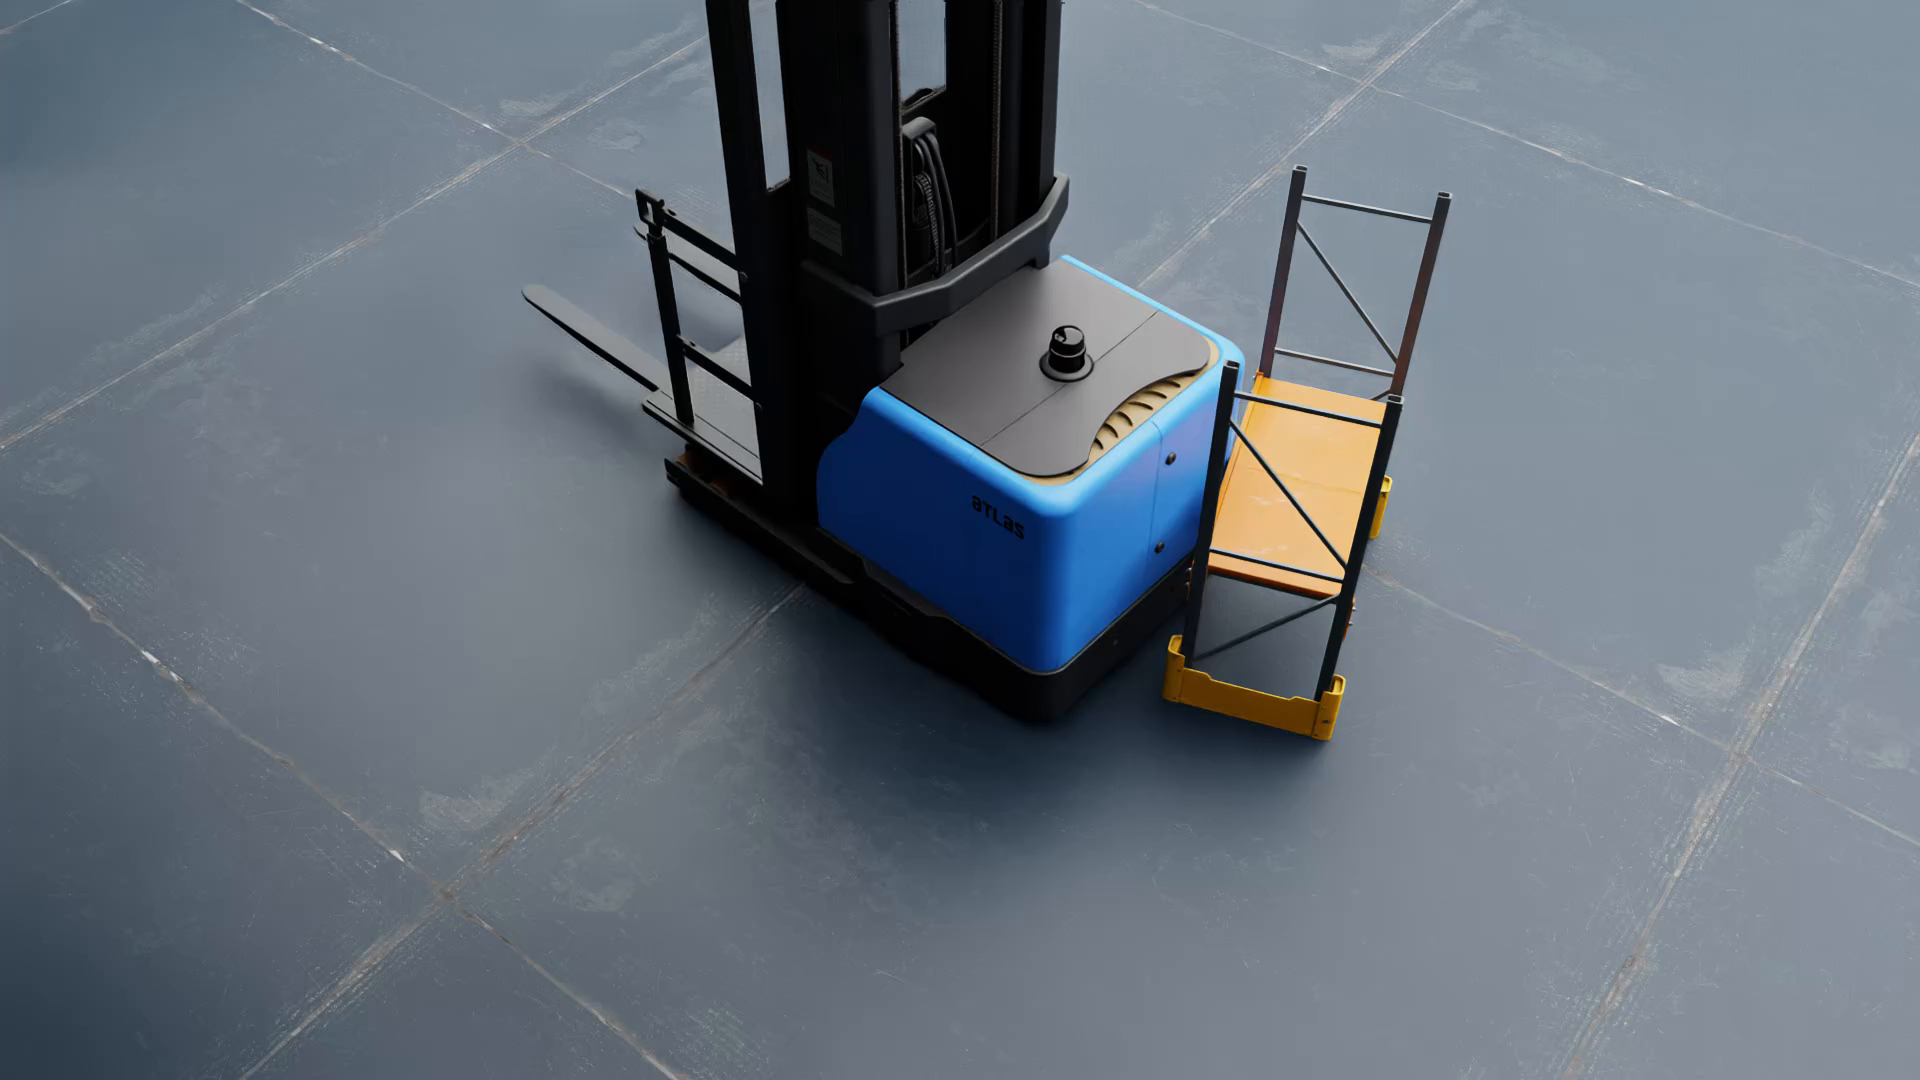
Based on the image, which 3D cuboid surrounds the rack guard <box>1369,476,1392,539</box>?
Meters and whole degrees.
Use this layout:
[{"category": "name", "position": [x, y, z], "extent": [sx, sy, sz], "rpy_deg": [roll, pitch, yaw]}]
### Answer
[{"category": "rack guard", "position": [1.303, -0.183, 6.252], "extent": [0.587, 0.250, 0.087], "rpy_deg": [14, 48, 13]}]

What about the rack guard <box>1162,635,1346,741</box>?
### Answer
[{"category": "rack guard", "position": [0.982, 0.498, 5.601], "extent": [0.587, 0.250, 0.087], "rpy_deg": [14, 48, 13]}]

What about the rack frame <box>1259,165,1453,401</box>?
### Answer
[{"category": "rack frame", "position": [1.304, -0.616, 5.801], "extent": [0.500, 1.500, 0.032], "rpy_deg": [14, 48, 13]}]

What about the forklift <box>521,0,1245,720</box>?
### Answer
[{"category": "forklift", "position": [-0.490, -1.344, 5.507], "extent": [3.031, 2.935, 1.130], "rpy_deg": [33, 55, 28]}]

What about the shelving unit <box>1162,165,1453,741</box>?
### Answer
[{"category": "shelving unit", "position": [1.142, -0.274, 5.475], "extent": [0.587, 1.500, 1.083], "rpy_deg": [14, 48, 13]}]

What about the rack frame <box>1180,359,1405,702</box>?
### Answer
[{"category": "rack frame", "position": [0.975, 0.080, 5.137], "extent": [0.500, 1.500, 0.032], "rpy_deg": [14, 48, 13]}]

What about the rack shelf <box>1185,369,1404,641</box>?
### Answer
[{"category": "rack shelf", "position": [1.139, -0.144, 5.599], "extent": [0.538, 0.185, 1.000], "rpy_deg": [14, 48, 13]}]
